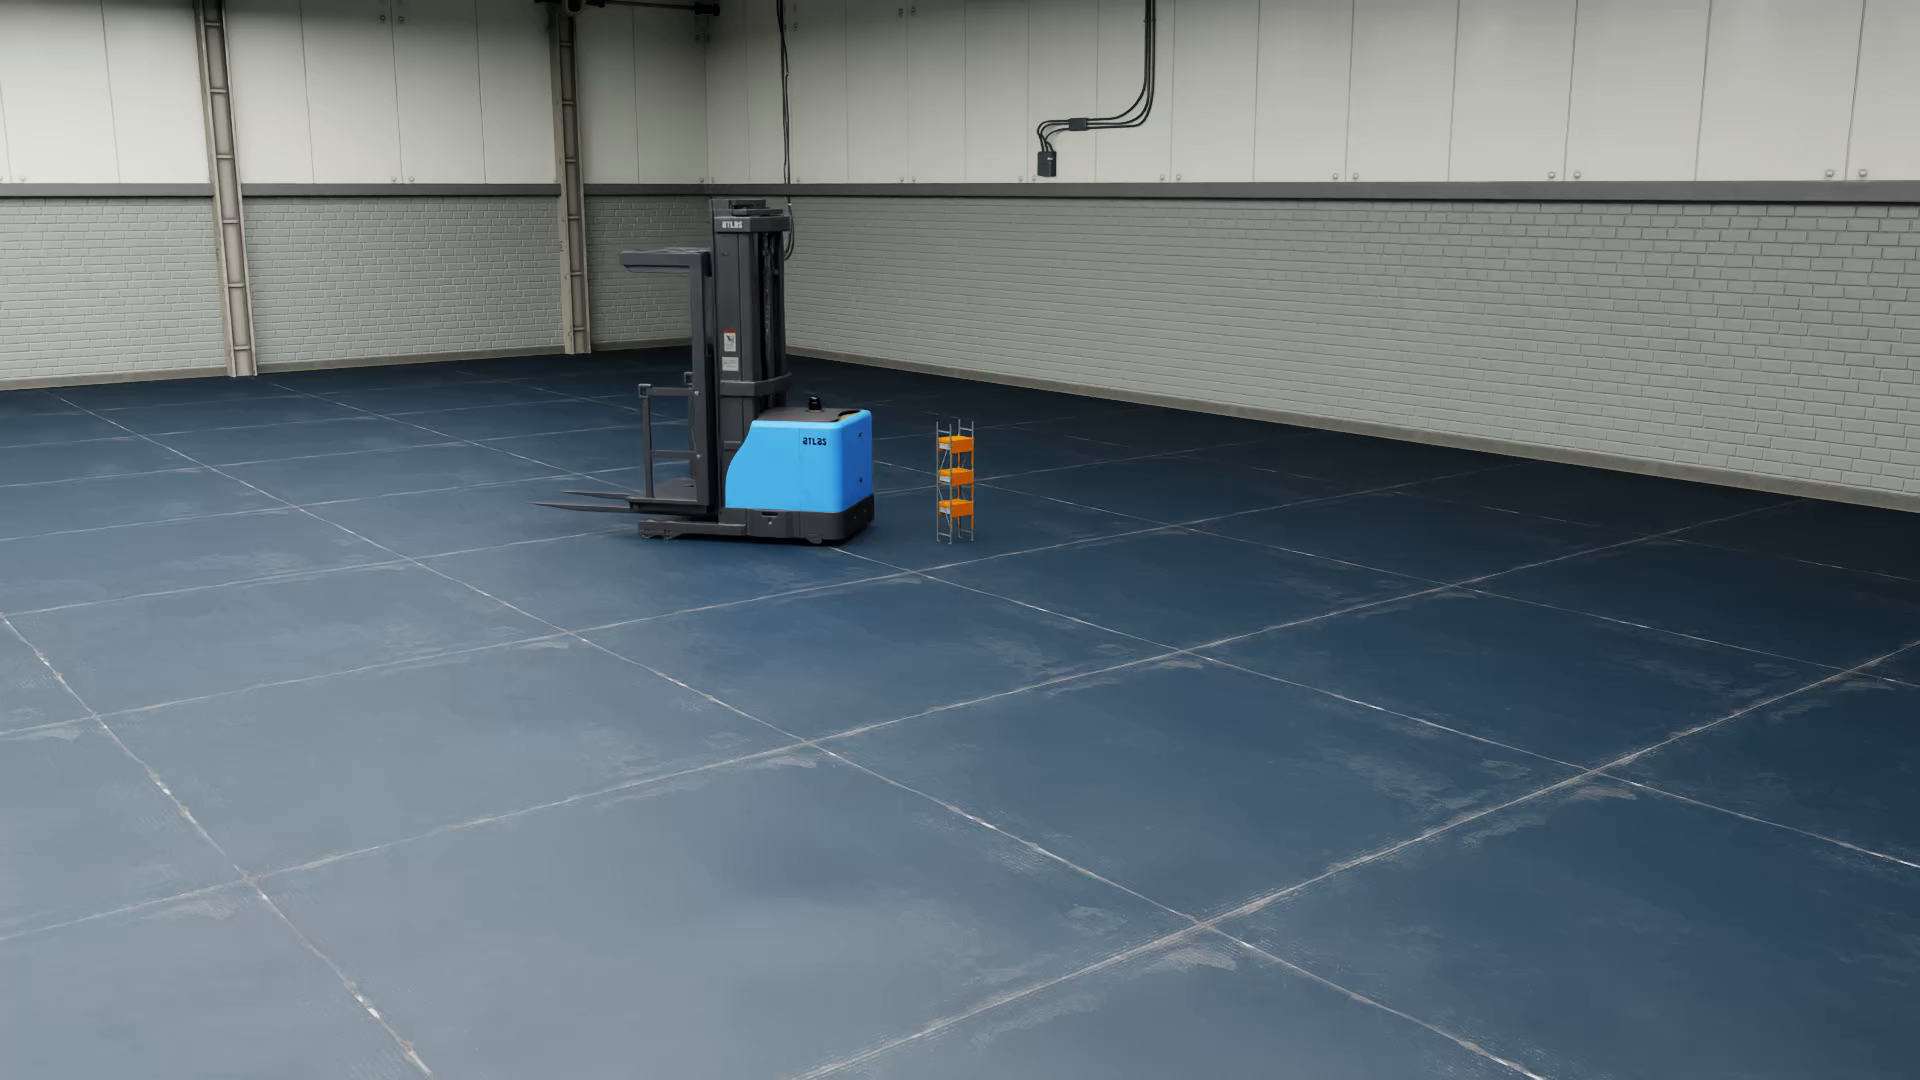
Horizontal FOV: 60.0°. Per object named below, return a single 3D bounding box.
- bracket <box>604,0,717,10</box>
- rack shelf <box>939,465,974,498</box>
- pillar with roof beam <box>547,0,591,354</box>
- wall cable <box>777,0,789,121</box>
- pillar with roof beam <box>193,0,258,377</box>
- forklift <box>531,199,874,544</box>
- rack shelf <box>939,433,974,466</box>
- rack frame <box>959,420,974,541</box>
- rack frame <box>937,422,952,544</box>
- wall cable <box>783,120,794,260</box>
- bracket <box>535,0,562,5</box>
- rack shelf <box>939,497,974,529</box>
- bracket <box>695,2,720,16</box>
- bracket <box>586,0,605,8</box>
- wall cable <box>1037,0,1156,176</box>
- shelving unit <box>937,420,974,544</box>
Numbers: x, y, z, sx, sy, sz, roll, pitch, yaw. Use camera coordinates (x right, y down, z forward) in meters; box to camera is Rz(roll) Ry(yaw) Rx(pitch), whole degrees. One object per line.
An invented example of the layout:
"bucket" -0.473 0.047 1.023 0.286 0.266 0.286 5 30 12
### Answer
"bracket" -5.209 -9.883 30.841 3.189 0.066 0.076 -9 15 -38
"rack shelf" -0.042 -0.496 14.489 0.240 0.259 0.215 -9 15 -38
"pillar with roof beam" -4.454 -7.197 26.857 0.548 9.000 9.100 -9 15 -38
"wall cable" -2.327 -8.576 28.667 0.112 2.526 3.097 -9 15 -38
"pillar with roof beam" -9.140 -6.418 23.191 0.400 9.000 9.100 -9 15 -38
"forklift" -2.358 -1.541 14.830 3.031 2.935 1.130 3 12 14
"rack shelf" -0.042 -0.774 14.430 0.240 0.259 0.215 -9 15 -38
"rack frame" 0.053 -0.522 14.562 0.008 1.050 0.200 -9 15 -38
"rack frame" -0.137 -0.491 14.412 0.008 1.050 0.200 -9 15 -38
"wall cable" -4.017 -6.544 31.258 0.112 2.526 3.097 -9 15 -38
"bracket" -7.246 -9.545 29.247 0.430 0.232 0.235 -9 15 -38
"rack shelf" -0.042 -0.224 14.547 0.240 0.259 0.215 -9 15 -38
"bracket" -4.747 -9.960 31.202 0.430 0.232 0.235 -9 15 -38
"bracket" -6.598 -9.652 29.754 0.430 0.232 0.235 -9 15 -38
"wall cable" 1.901 -8.185 23.322 0.169 6.003 2.305 -9 15 -38
"shelving unit" -0.042 -0.507 14.487 0.252 1.050 0.215 -9 15 -38
